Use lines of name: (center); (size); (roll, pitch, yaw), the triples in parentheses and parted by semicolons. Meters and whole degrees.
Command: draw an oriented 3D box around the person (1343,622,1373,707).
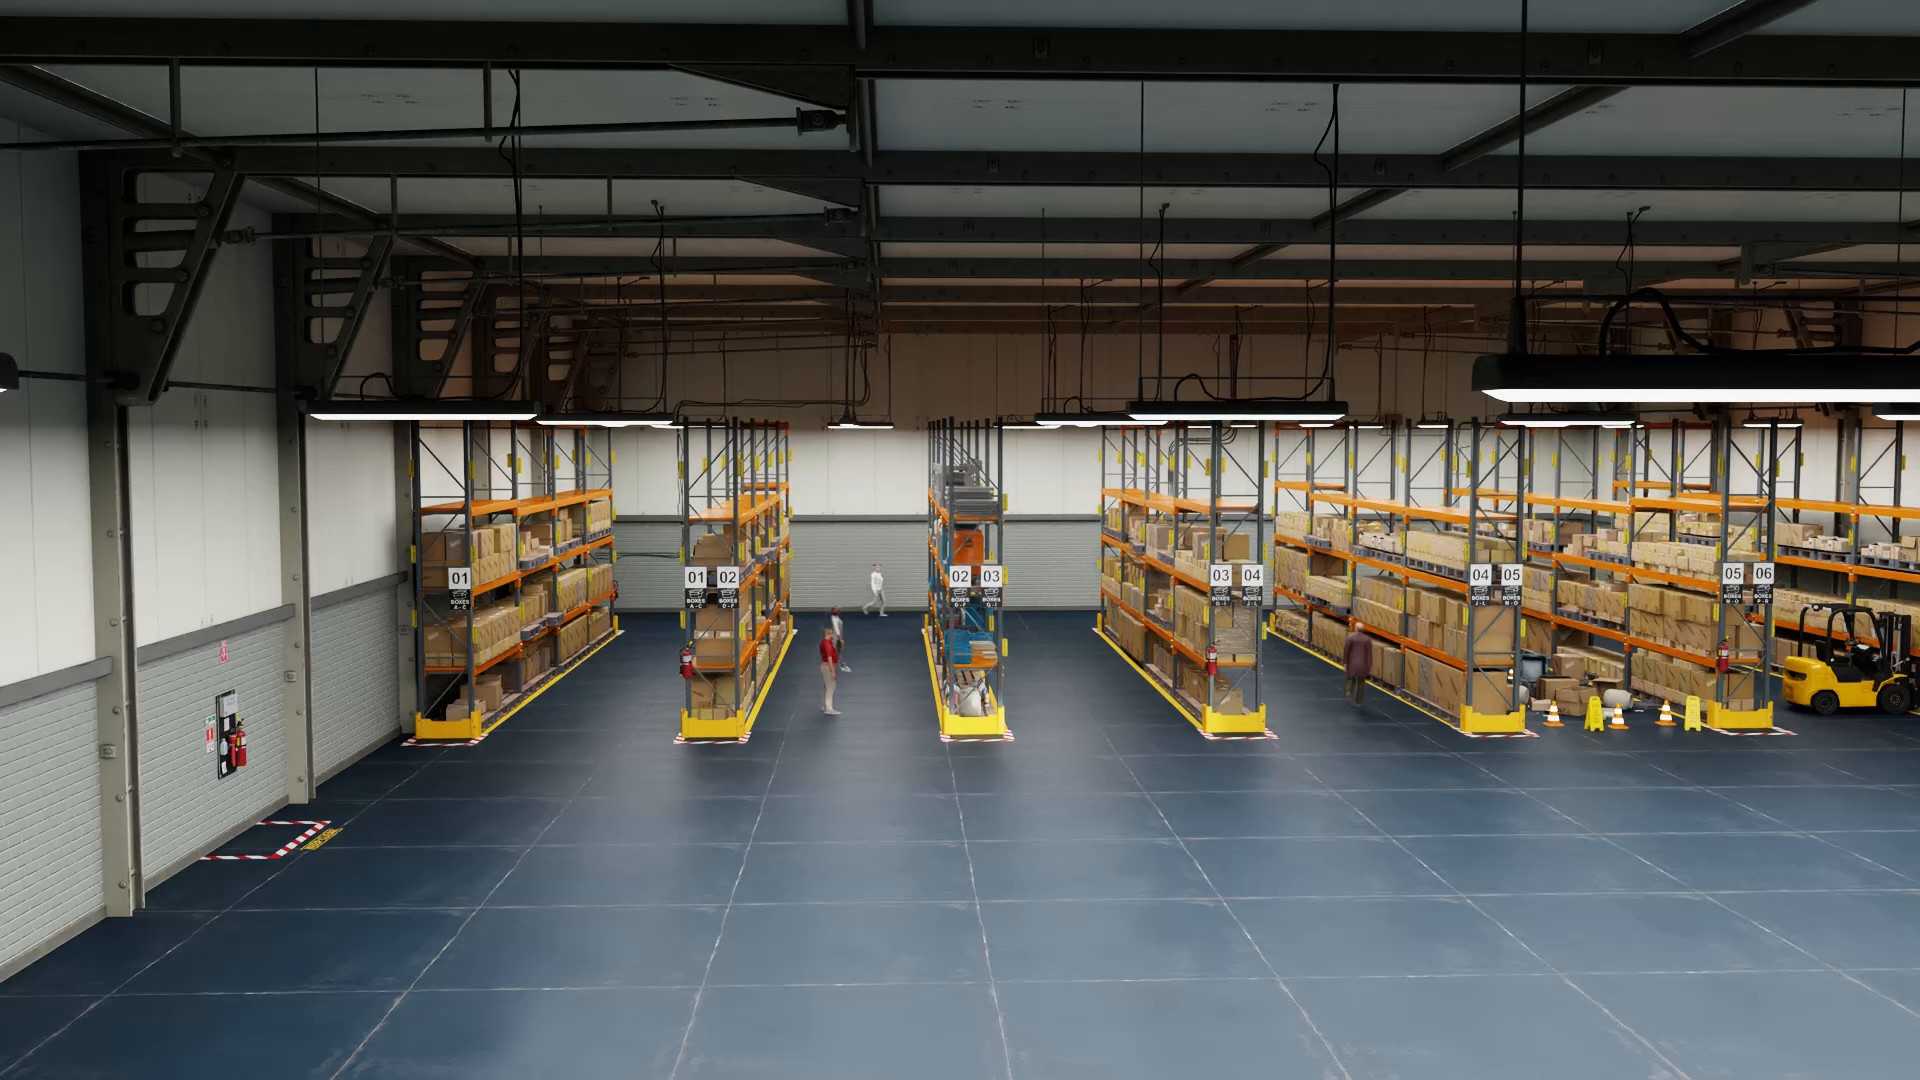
person: (8.211, 2.585, 34.370); (0.579, 1.764, 0.779); (2, 4, 31)

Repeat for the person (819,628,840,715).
person: (-2.650, 2.703, 33.776); (0.391, 1.823, 0.595); (-1, 4, -11)

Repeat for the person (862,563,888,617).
person: (-2.605, 1.538, 51.356); (0.792, 1.648, 0.511); (2, 4, 23)

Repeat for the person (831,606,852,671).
person: (-2.901, 2.347, 39.397); (0.567, 1.595, 0.550); (1, 4, 11)
